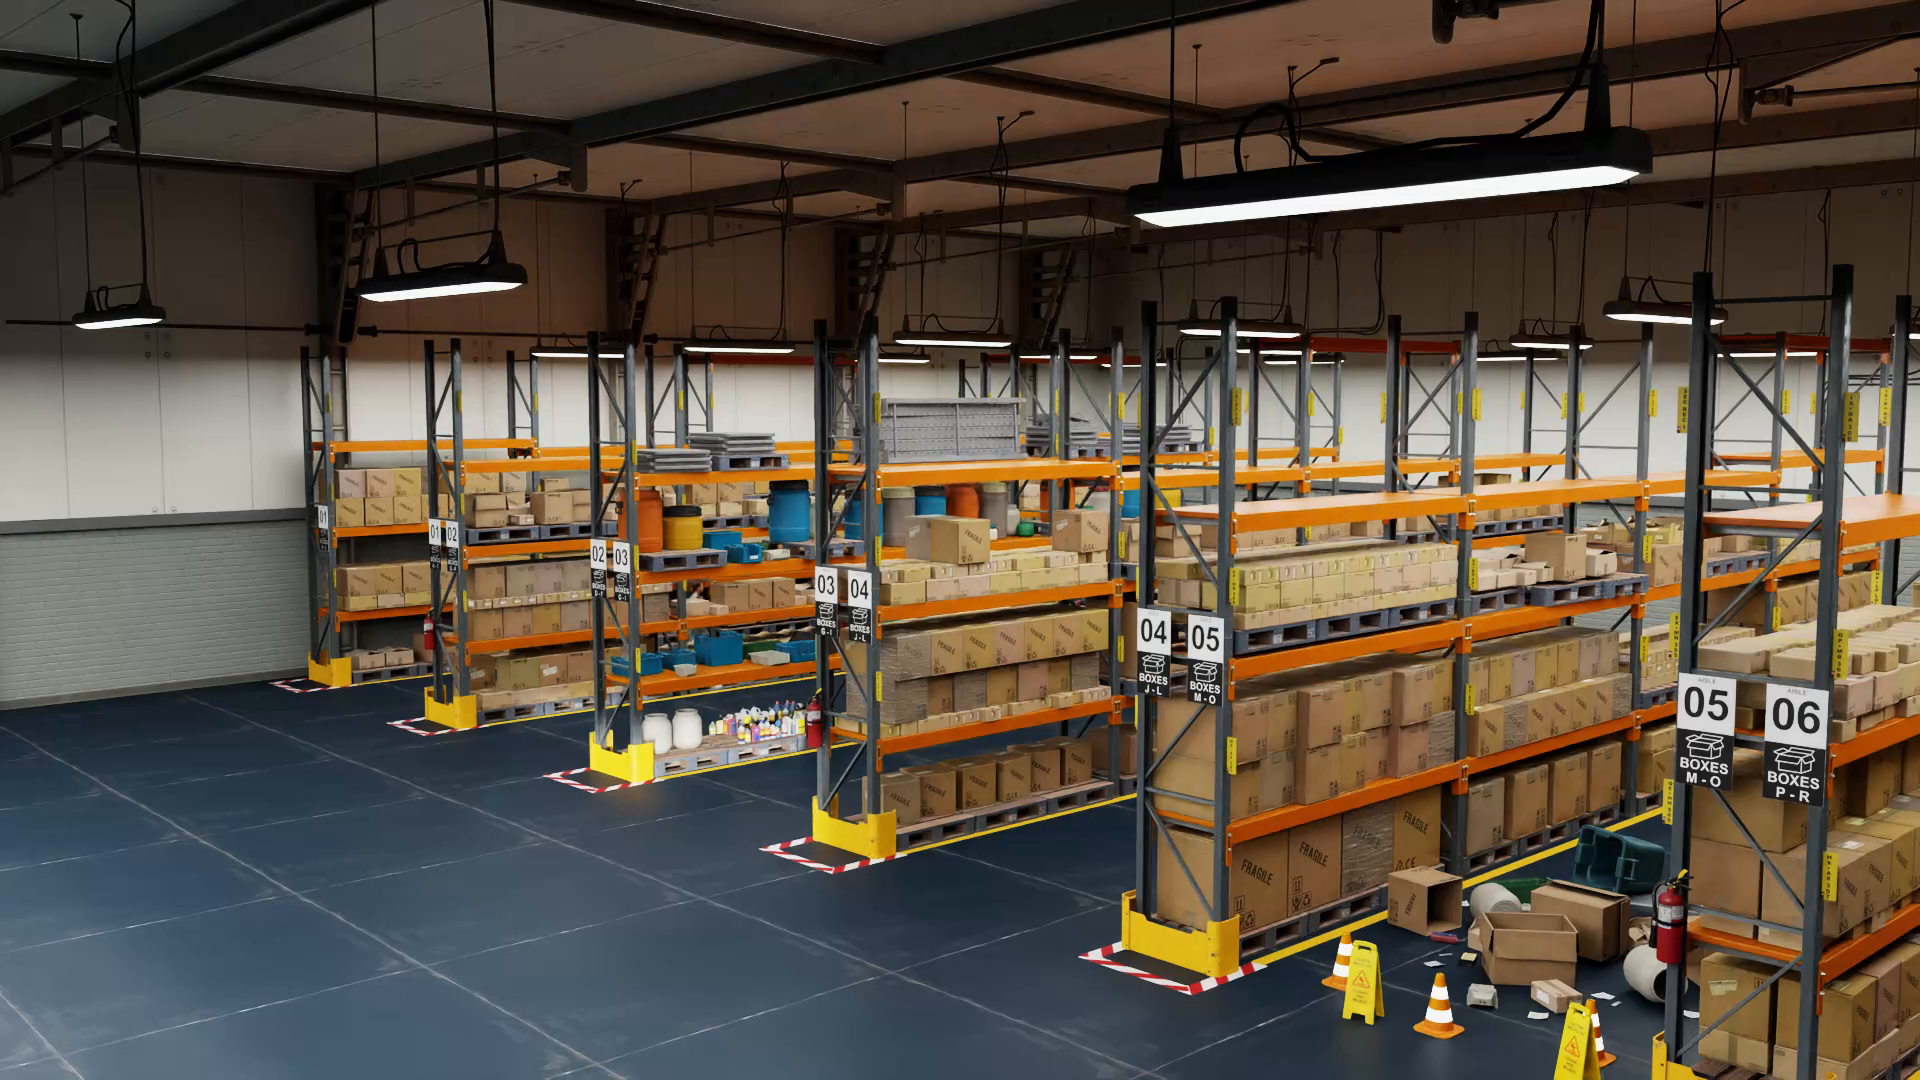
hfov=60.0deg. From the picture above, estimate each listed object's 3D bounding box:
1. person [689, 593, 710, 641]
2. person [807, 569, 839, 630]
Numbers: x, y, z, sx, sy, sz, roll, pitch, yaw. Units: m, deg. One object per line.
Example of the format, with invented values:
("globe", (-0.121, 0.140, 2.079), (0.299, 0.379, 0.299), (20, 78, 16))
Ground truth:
("person", (-4.983, 1.696, 31.334), (0.473, 1.417, 0.506), (-3, 6, -34))
("person", (-2.817, 1.318, 34.283), (0.671, 1.686, 0.677), (-4, 6, -35))
